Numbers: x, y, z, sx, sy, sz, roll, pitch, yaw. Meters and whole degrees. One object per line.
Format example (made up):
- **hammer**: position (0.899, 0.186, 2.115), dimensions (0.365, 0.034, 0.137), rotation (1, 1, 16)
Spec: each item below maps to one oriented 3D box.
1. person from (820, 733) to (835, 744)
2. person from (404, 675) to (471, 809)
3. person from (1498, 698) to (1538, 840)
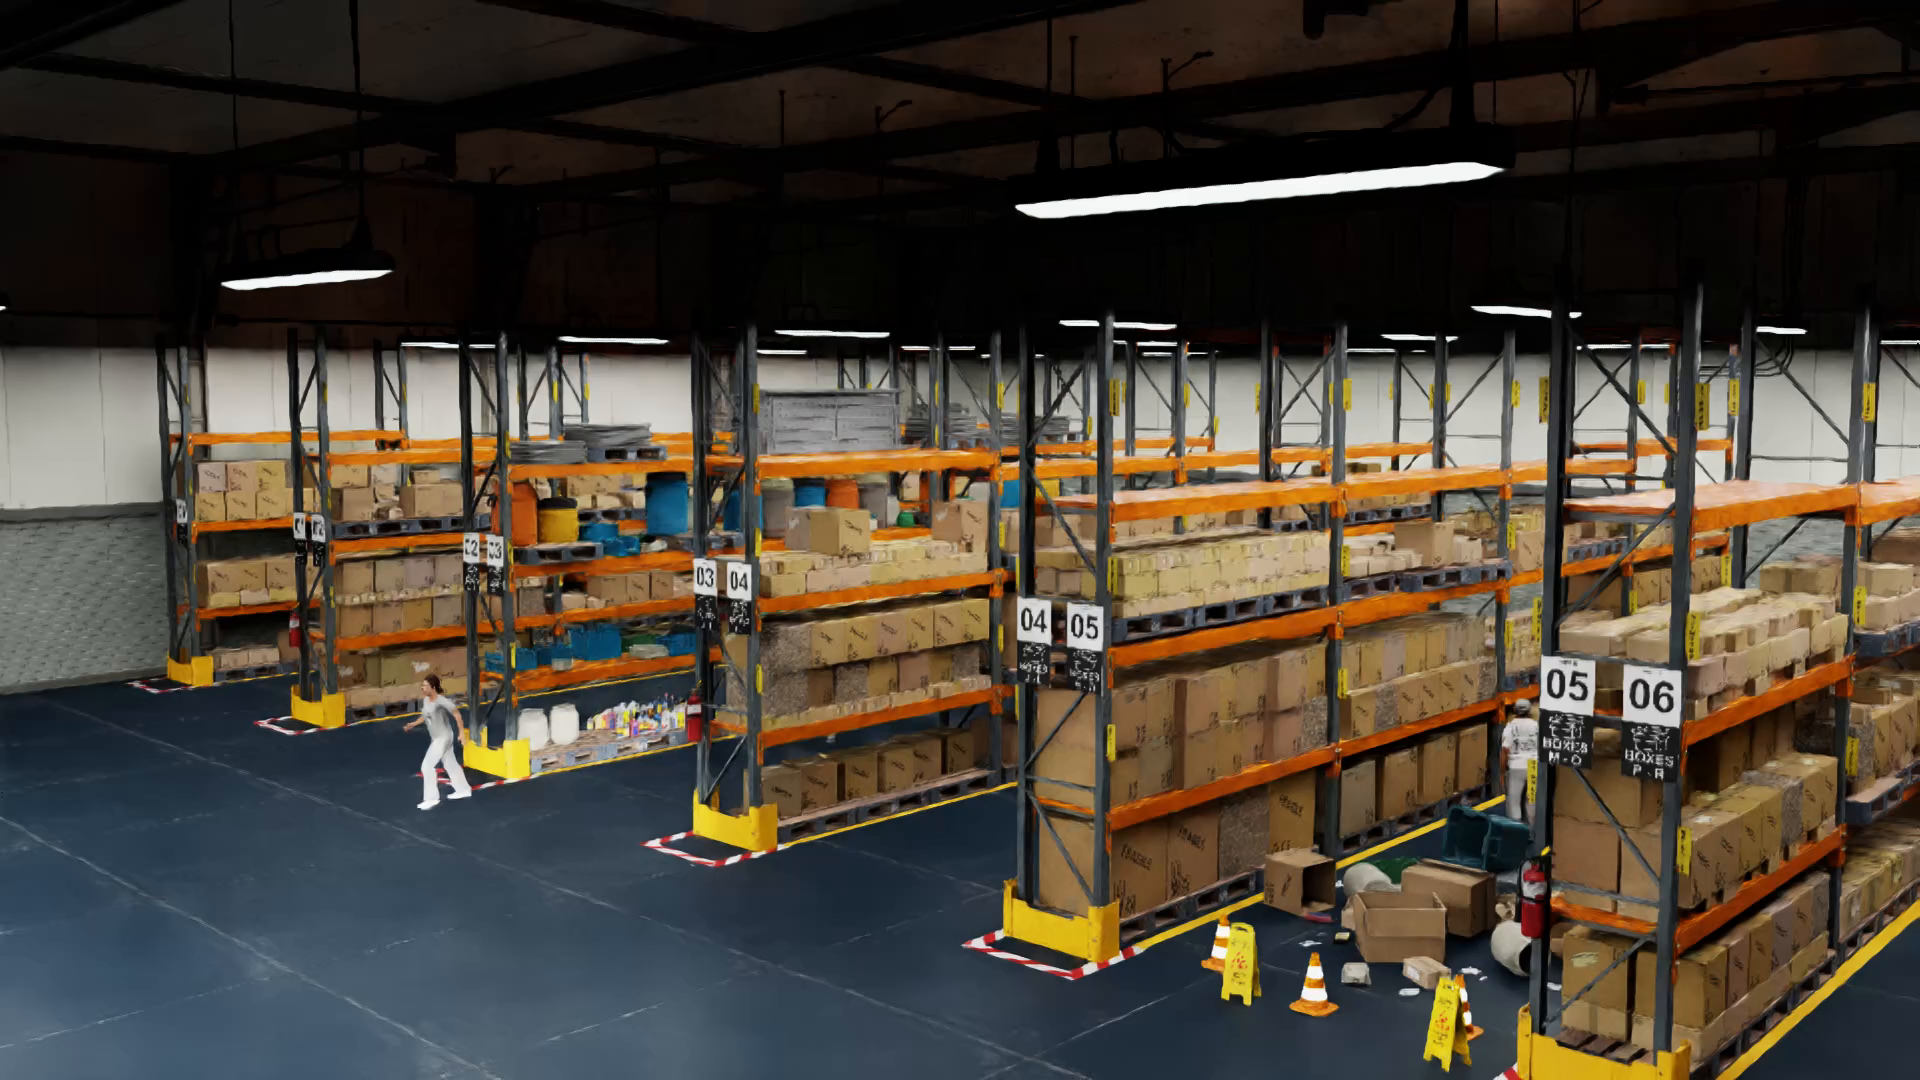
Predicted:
- **person**: position (-1.953, 2.046, 23.998), dimensions (0.686, 1.716, 0.838), rotation (3, 6, 27)
- **person**: position (-6.396, 2.445, 20.464), dimensions (0.820, 1.600, 0.589), rotation (-5, 7, -41)
- **person**: position (6.240, 2.586, 18.594), dimensions (0.523, 1.667, 0.477), rotation (-2, 6, -16)
